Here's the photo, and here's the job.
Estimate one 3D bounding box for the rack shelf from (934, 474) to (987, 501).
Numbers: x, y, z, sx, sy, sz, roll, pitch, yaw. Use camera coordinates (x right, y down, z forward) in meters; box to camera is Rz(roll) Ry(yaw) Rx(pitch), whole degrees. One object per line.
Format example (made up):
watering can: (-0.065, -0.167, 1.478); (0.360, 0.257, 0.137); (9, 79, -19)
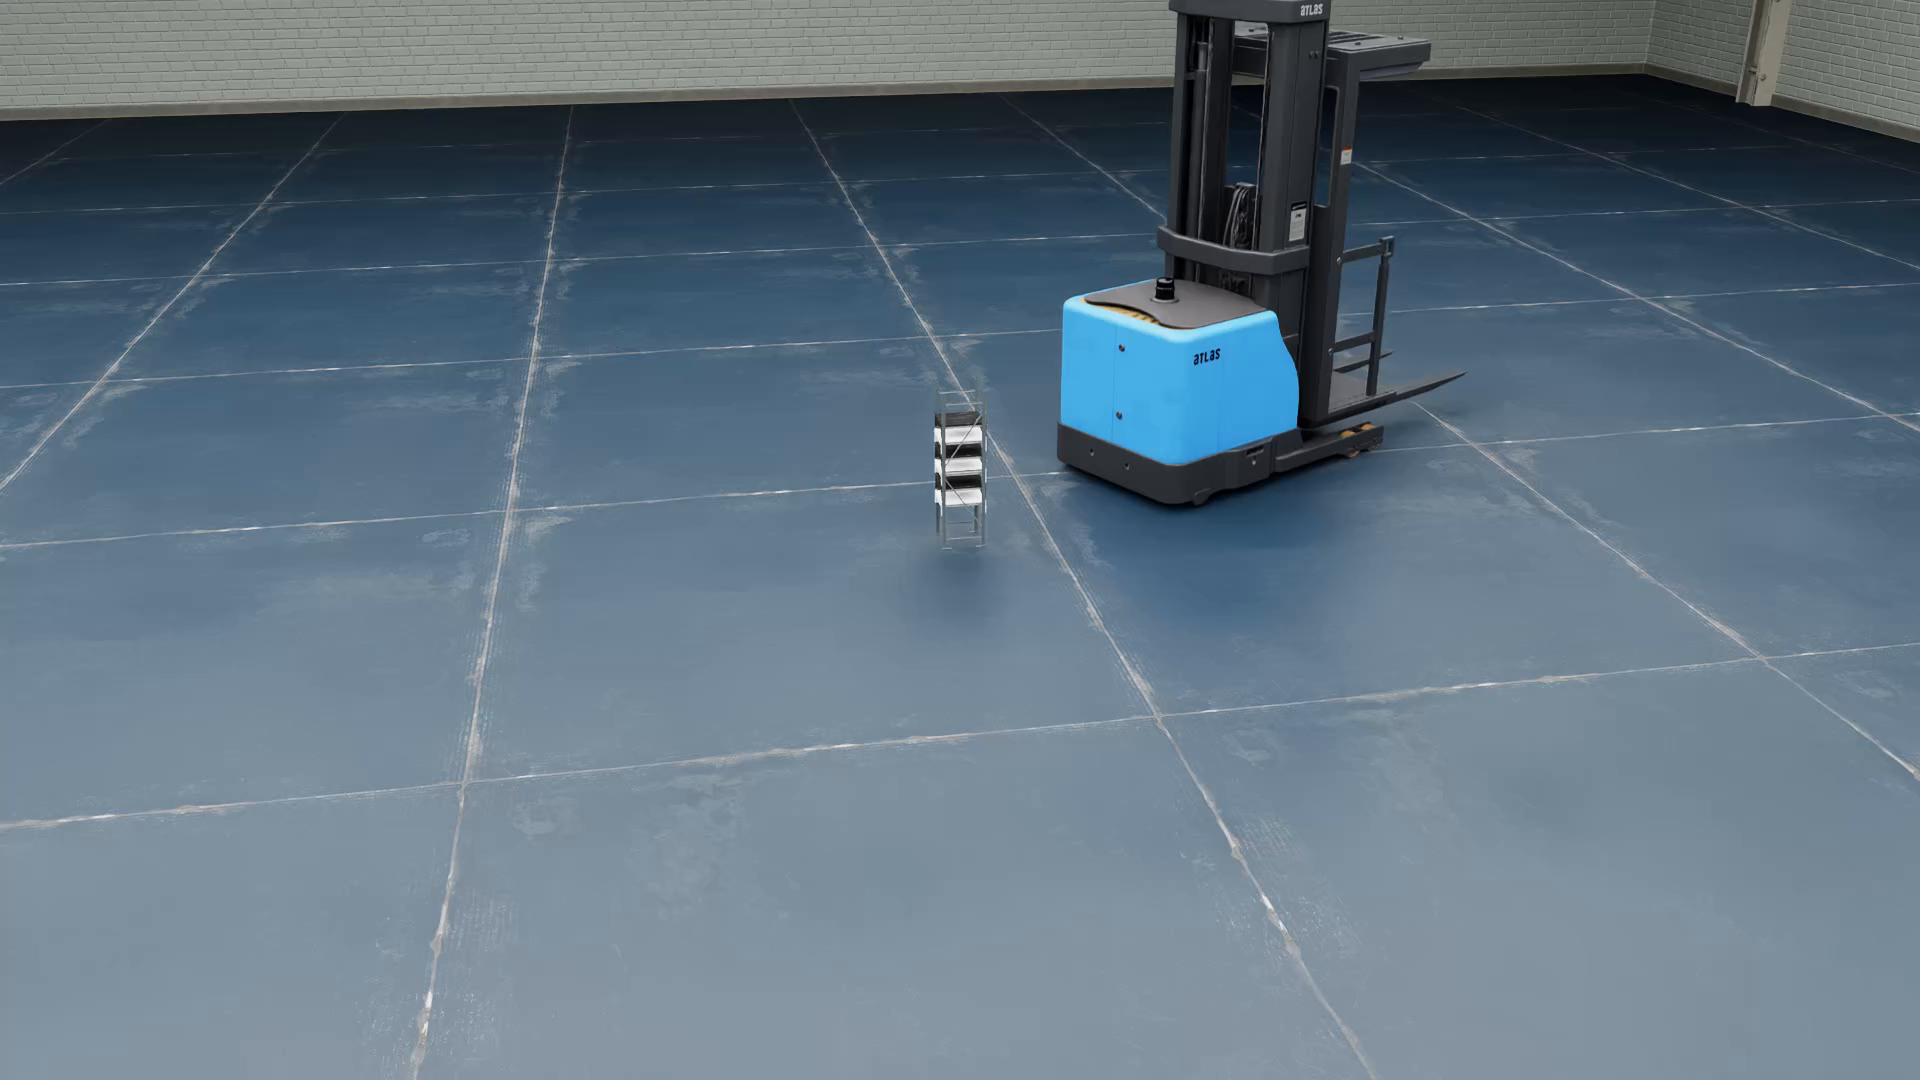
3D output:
rack shelf: (0.001, -0.296, 9.112); (0.258, 0.077, 0.200); (-4, 24, -10)

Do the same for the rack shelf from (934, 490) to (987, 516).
rack shelf: (0.001, -0.214, 9.148); (0.258, 0.077, 0.200); (-4, 24, -10)

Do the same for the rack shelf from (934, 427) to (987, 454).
rack shelf: (0.001, -0.544, 9.004); (0.258, 0.077, 0.200); (-4, 24, -10)

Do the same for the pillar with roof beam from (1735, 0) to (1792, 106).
pillar with roof beam: (6.835, -9.892, 20.655); (9.100, 9.000, 0.400); (-4, 24, -10)

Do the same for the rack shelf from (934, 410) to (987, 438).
rack shelf: (0.001, -0.626, 8.968); (0.258, 0.077, 0.200); (-4, 24, -10)

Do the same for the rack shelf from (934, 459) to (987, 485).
rack shelf: (0.001, -0.379, 9.076); (0.258, 0.077, 0.200); (-4, 24, -10)

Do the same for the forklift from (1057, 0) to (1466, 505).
forklift: (2.061, -2.008, 10.185); (3.031, 2.935, 1.130); (-18, 29, -35)

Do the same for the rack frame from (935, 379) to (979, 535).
rack frame: (-0.017, -0.449, 9.154); (0.240, 0.900, 0.006); (-4, 24, -10)

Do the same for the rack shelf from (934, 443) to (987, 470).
rack shelf: (0.001, -0.461, 9.040); (0.258, 0.077, 0.200); (-4, 24, -10)

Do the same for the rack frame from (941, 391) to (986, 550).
rack frame: (0.020, -0.369, 8.971); (0.240, 0.900, 0.006); (-4, 24, -10)

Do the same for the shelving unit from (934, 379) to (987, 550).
shelving unit: (0.001, -0.409, 9.063); (0.258, 0.900, 0.210); (-4, 24, -10)
